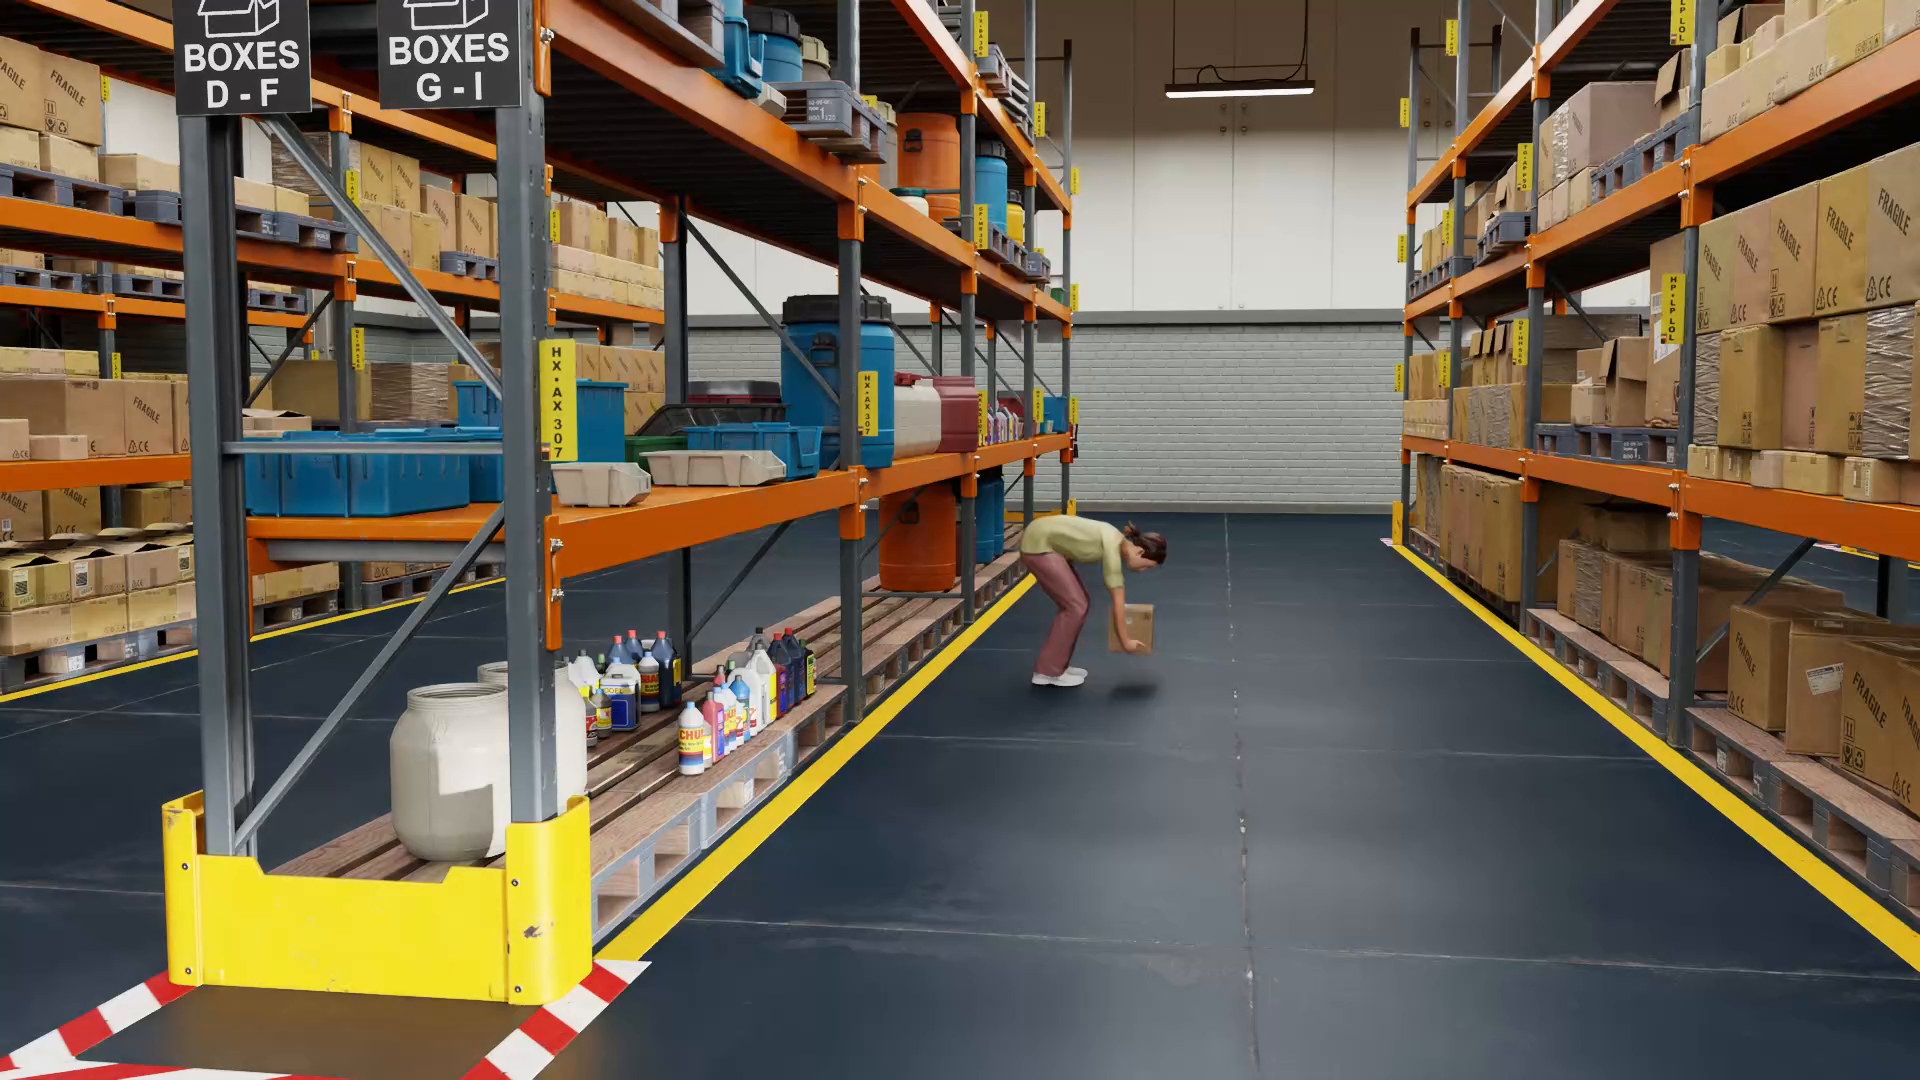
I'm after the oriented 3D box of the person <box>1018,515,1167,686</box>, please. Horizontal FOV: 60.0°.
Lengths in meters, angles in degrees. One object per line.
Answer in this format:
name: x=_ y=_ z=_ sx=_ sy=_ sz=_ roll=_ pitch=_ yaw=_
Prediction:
person: x=0.776 y=0.365 z=9.768 sx=0.865 sy=0.962 sz=0.447 roll=0 pitch=5 yaw=6
